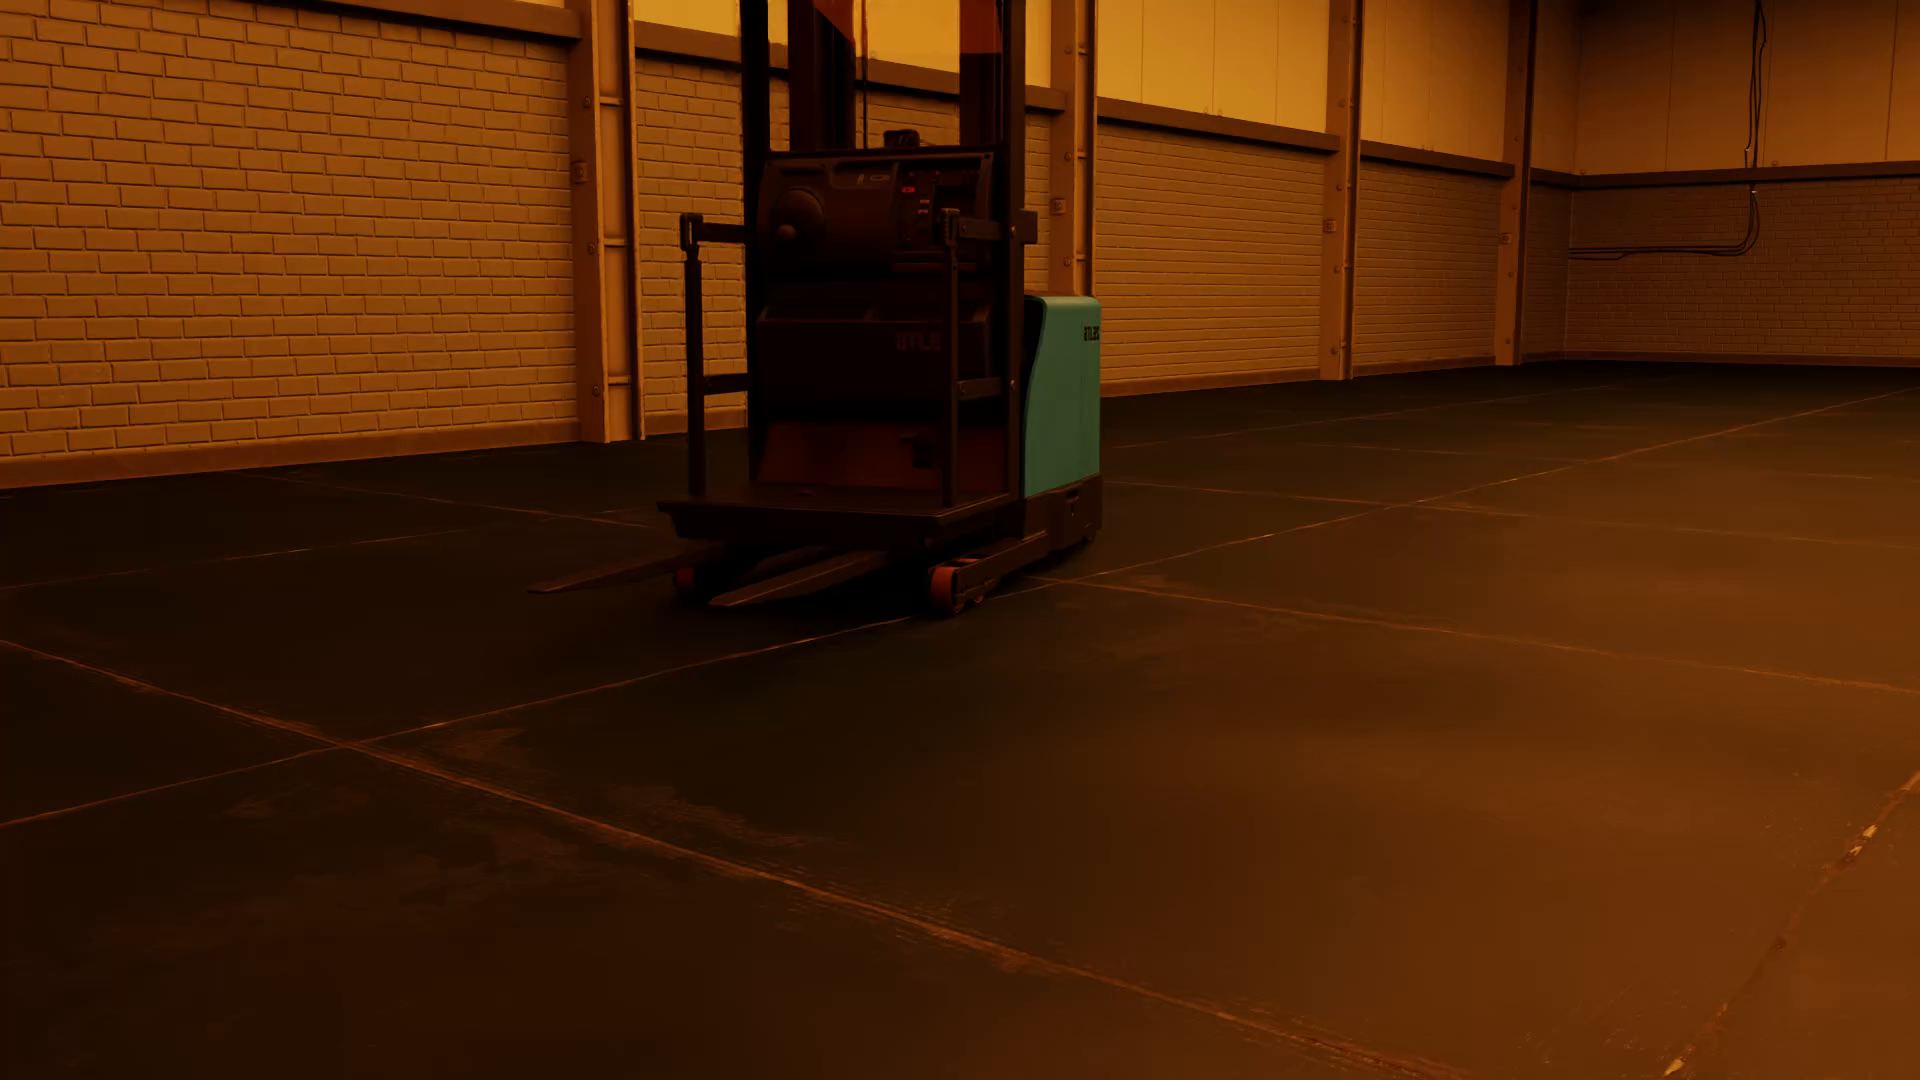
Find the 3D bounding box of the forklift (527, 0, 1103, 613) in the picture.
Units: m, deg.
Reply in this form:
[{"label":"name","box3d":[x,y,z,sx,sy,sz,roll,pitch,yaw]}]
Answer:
[{"label":"forklift","box3d":[-0.396,-1.268,5.944,1.130,2.935,3.031,3,9,22]}]
